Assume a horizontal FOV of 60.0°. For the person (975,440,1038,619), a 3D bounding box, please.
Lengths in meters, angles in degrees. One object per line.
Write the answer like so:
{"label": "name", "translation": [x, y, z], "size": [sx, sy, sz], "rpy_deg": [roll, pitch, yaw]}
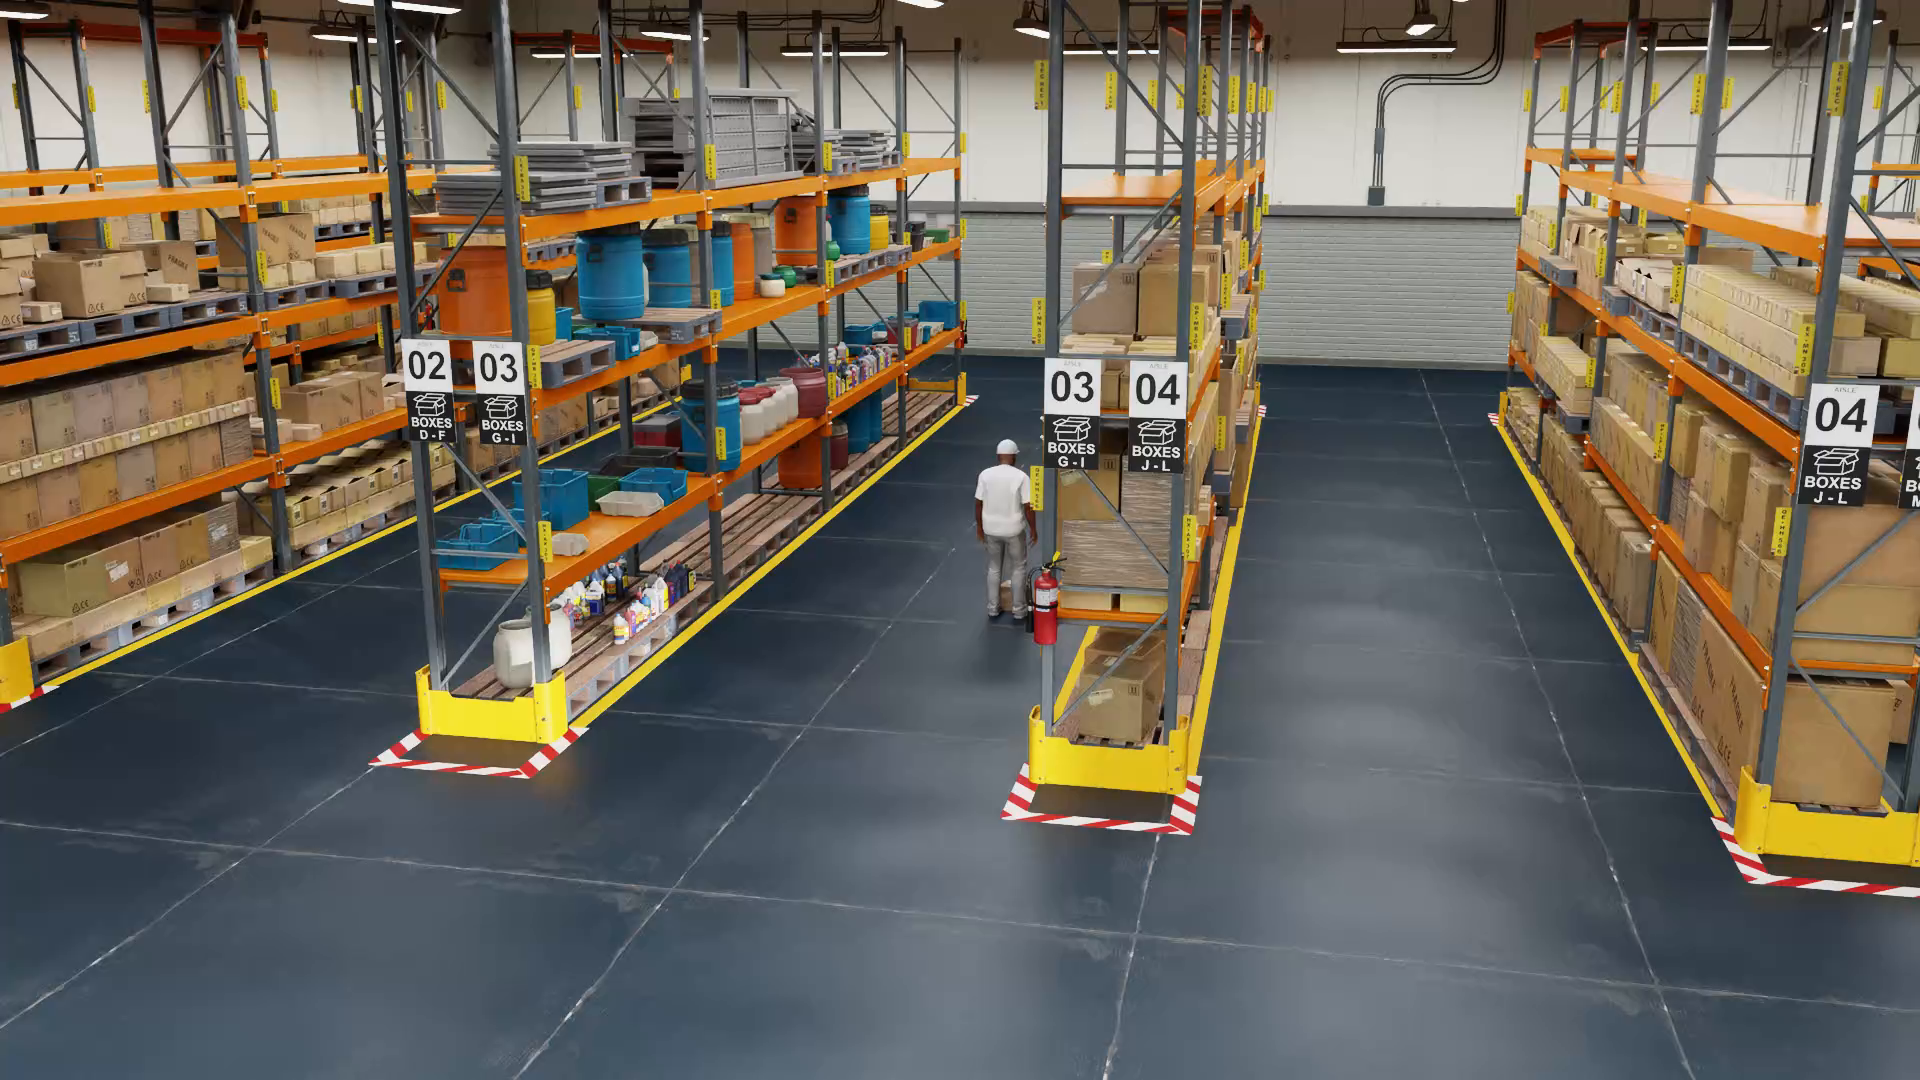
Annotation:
{"label": "person", "translation": [0.462, -0.113, 16.411], "size": [0.636, 1.760, 0.462], "rpy_deg": [6, 16, 23]}
